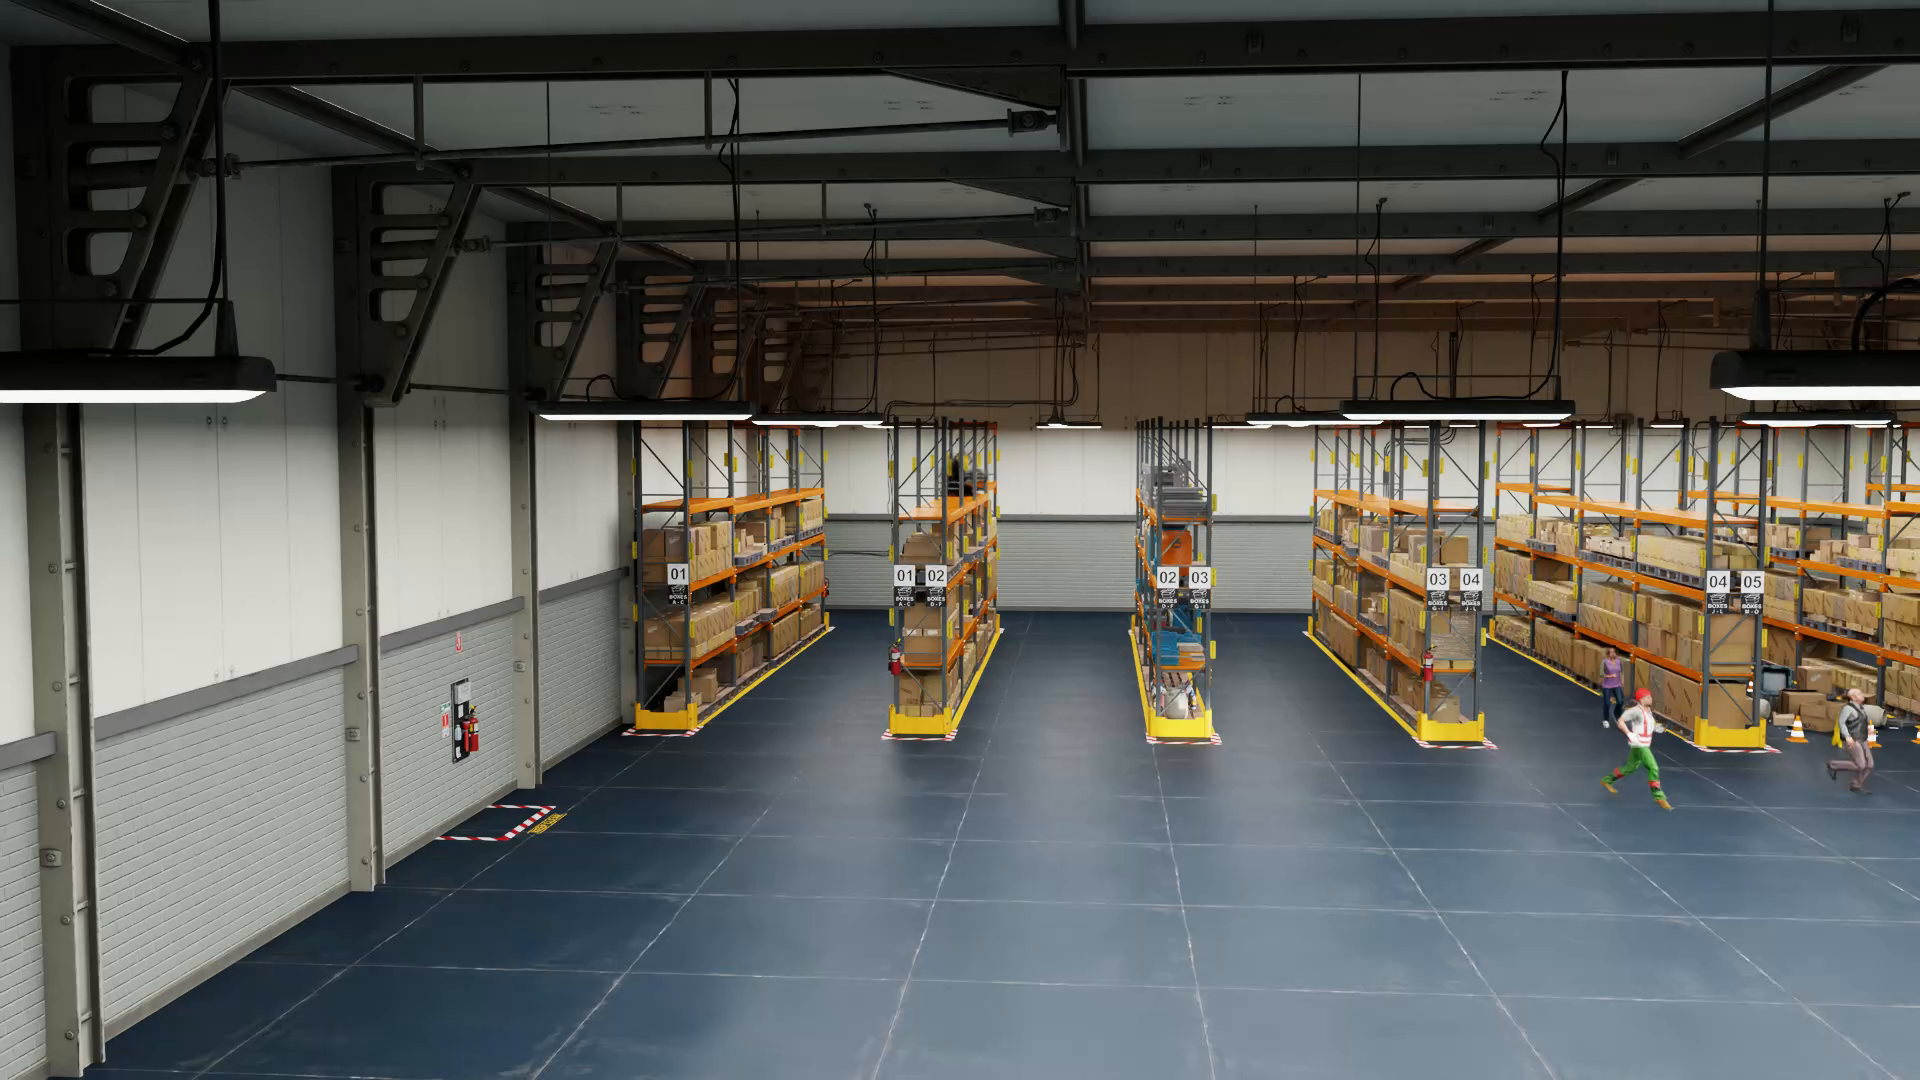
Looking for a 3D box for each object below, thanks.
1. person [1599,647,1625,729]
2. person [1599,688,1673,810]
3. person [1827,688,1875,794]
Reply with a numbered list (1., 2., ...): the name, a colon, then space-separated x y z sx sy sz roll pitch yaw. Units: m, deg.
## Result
1. person: 12.533 2.845 31.914 0.528 1.579 0.650 0 4 7
2. person: 10.399 3.170 25.509 1.097 1.818 0.621 2 4 31
3. person: 14.135 3.175 26.347 0.662 1.656 0.627 -3 5 -40
